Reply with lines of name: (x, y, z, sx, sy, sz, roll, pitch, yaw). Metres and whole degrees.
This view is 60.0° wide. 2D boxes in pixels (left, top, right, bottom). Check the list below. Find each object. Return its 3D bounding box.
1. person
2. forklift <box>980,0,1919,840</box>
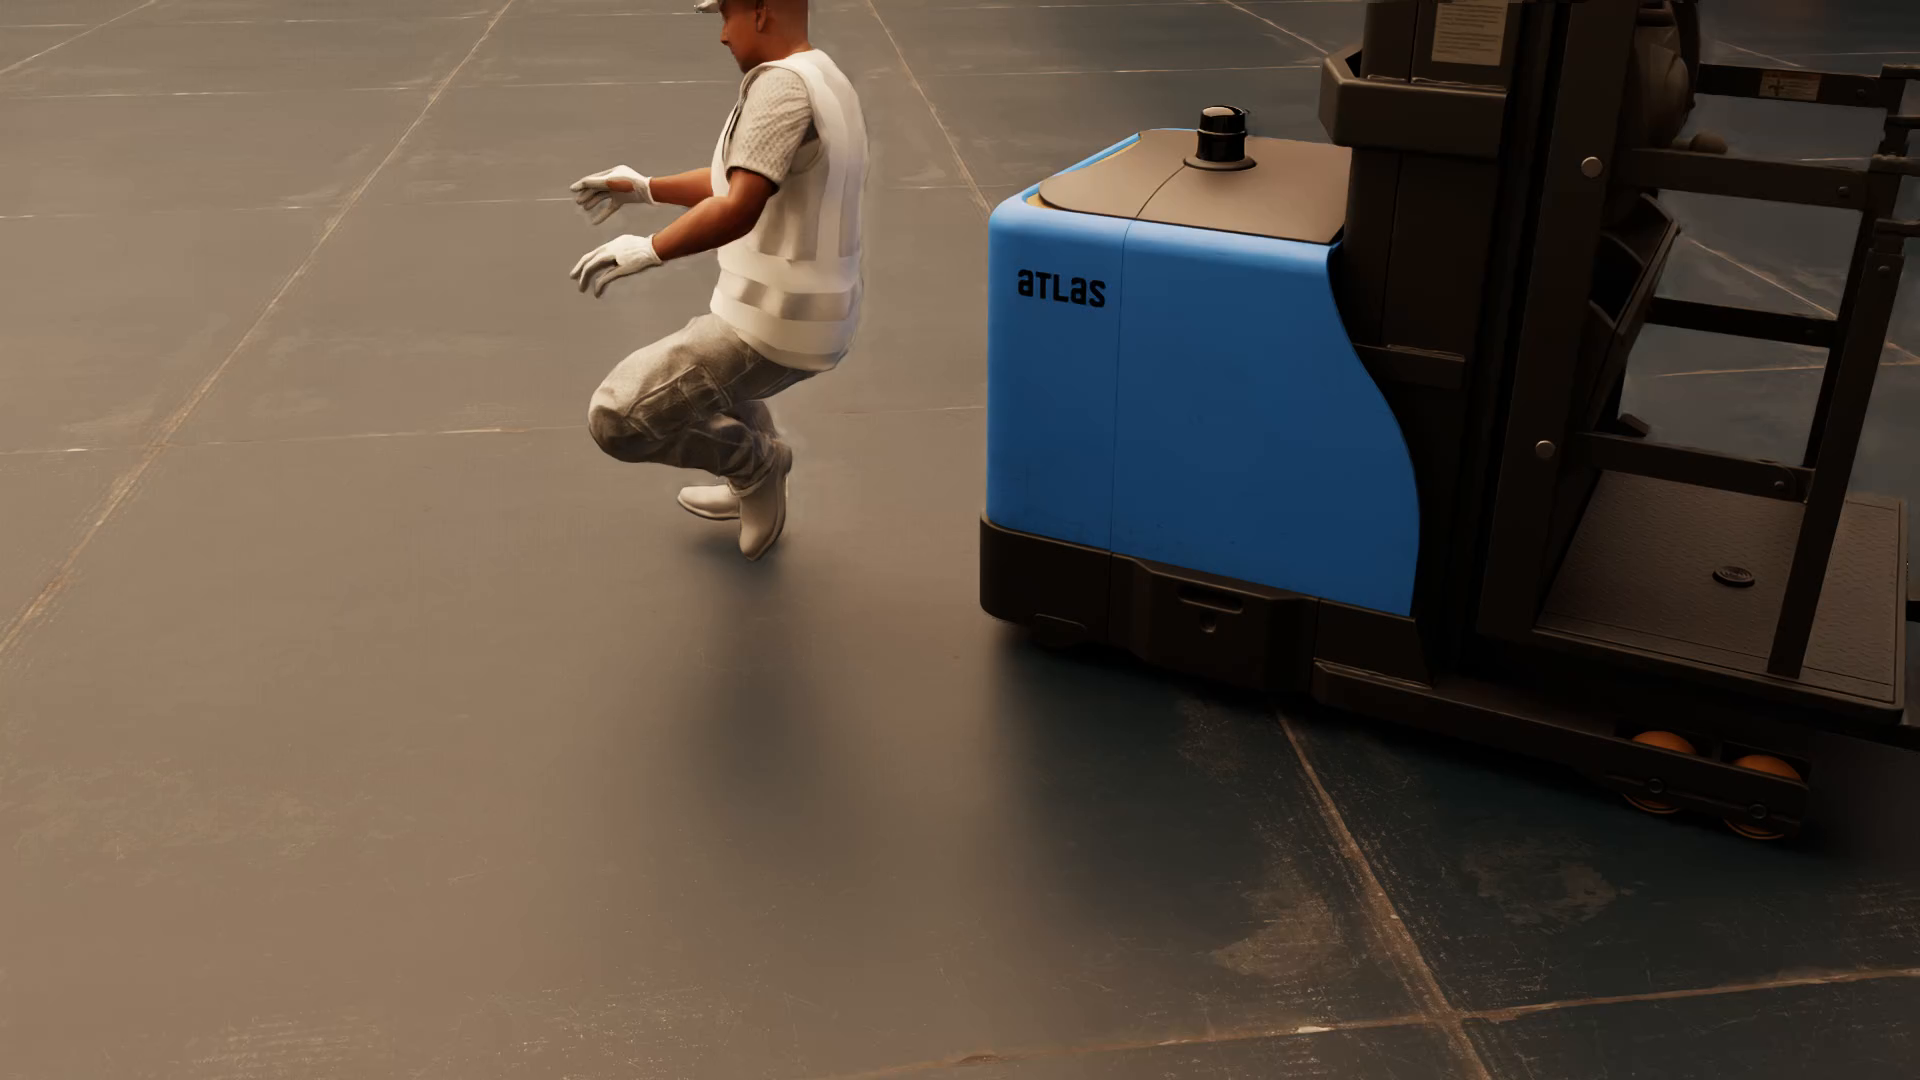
person: (-0.622, -0.608, 3.983, 0.826, 1.570, 0.850, 4, 26, 8)
forklift: (1.597, -0.980, 3.264, 3.031, 2.935, 1.130, 13, 29, 25)
